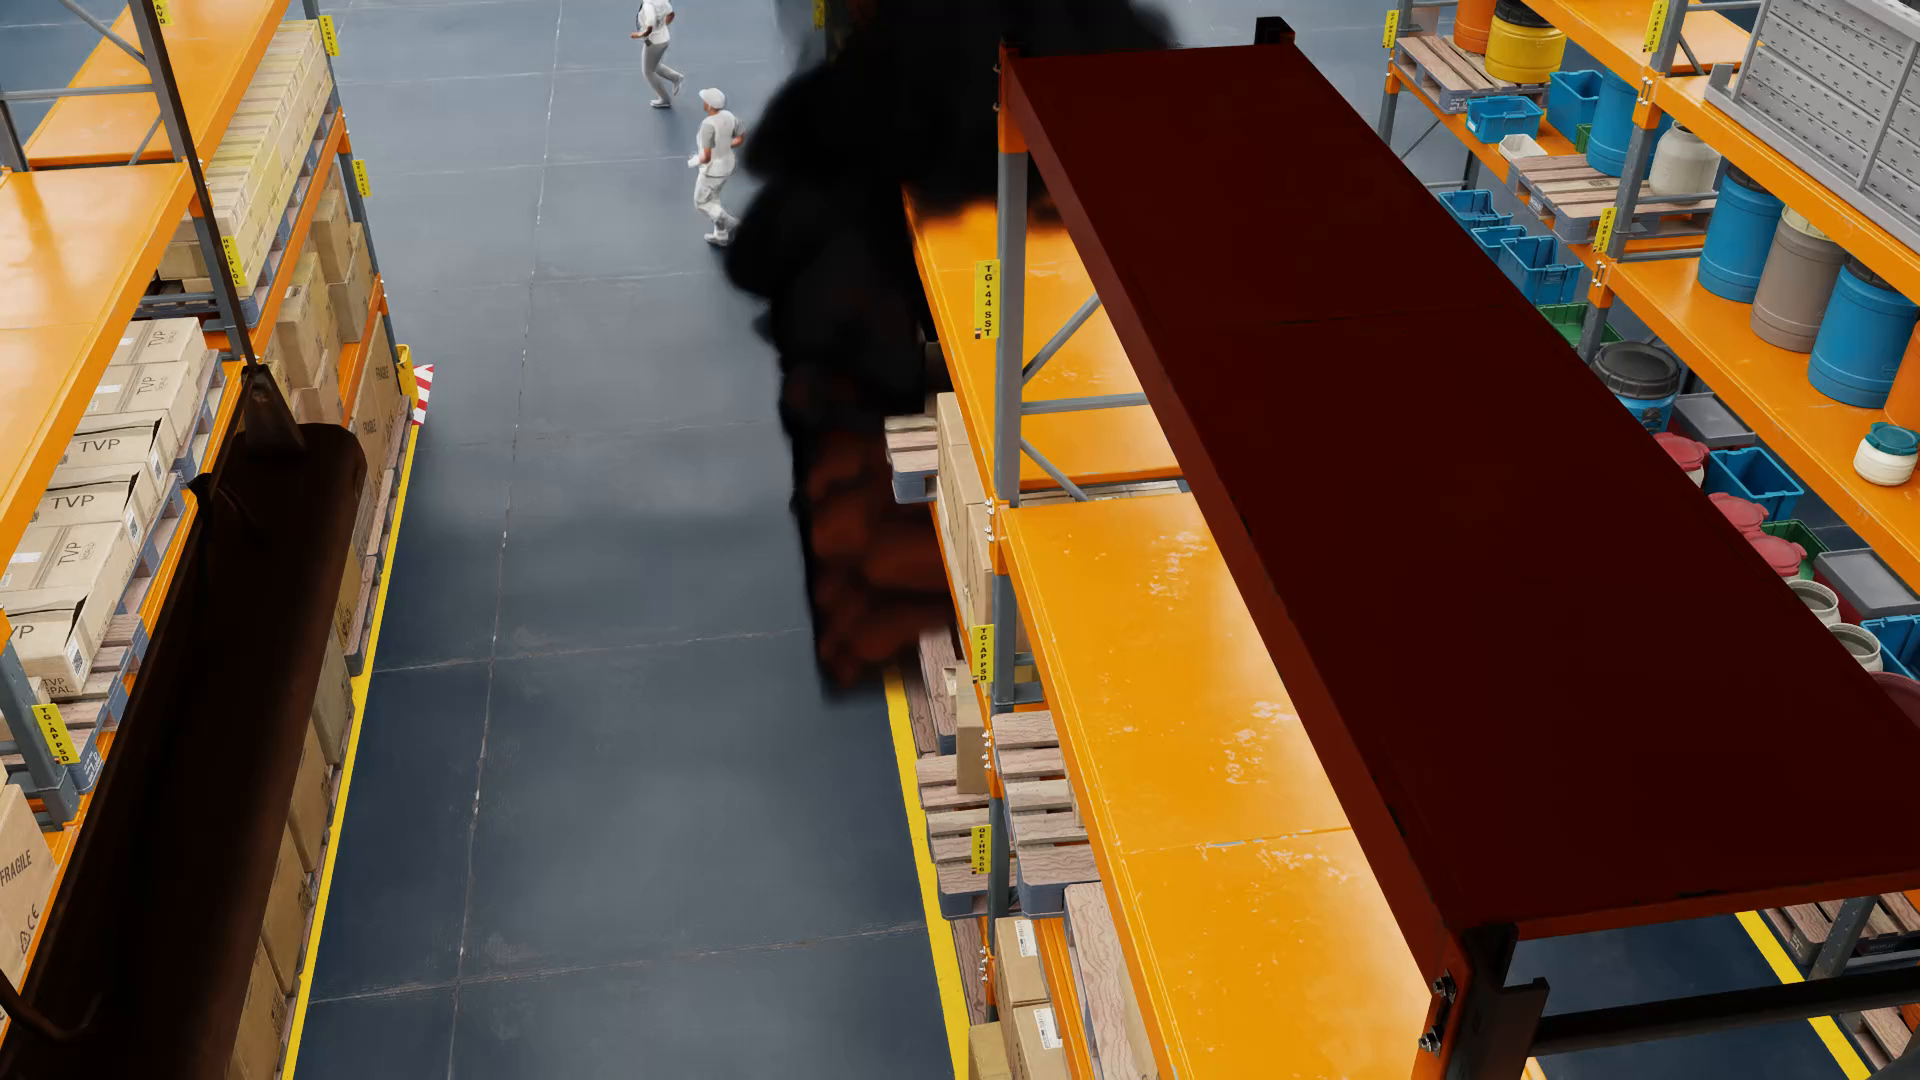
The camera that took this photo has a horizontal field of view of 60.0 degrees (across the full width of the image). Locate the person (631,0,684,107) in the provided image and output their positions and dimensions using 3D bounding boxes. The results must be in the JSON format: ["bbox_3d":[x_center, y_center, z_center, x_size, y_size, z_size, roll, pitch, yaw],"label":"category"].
[{"bbox_3d":[-3.742,-6.127,20.410,0.559,1.657,0.575,9,37,12],"label":"person"}]

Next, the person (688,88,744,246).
[{"bbox_3d":[-2.491,-3.840,17.215,0.621,1.737,0.654,19,40,24],"label":"person"}]
